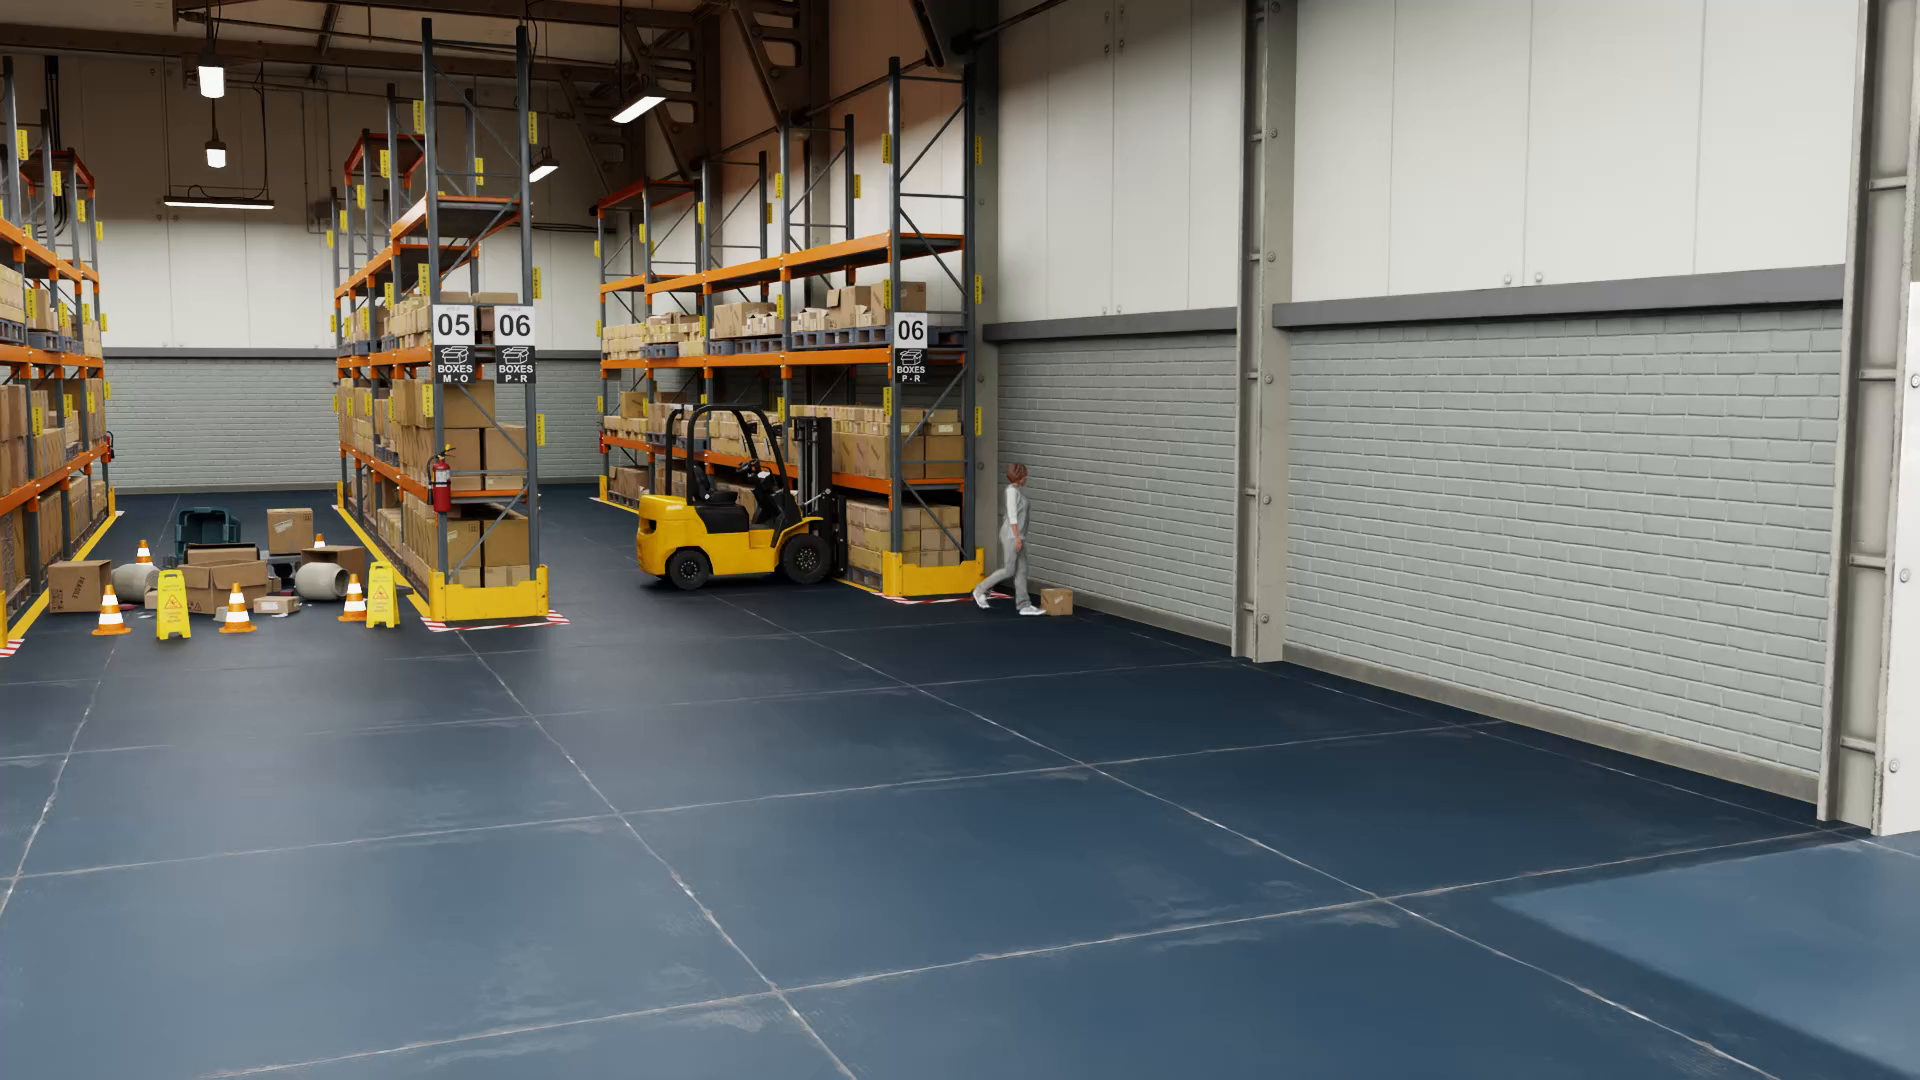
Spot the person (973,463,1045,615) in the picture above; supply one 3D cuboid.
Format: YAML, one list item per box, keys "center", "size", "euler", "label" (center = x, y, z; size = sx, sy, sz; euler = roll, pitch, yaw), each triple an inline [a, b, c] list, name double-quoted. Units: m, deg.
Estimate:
- center: [0.512, -0.014, 17.277]
  size: [0.769, 1.571, 0.487]
  euler: [1, 6, 13]
  label: "person"
